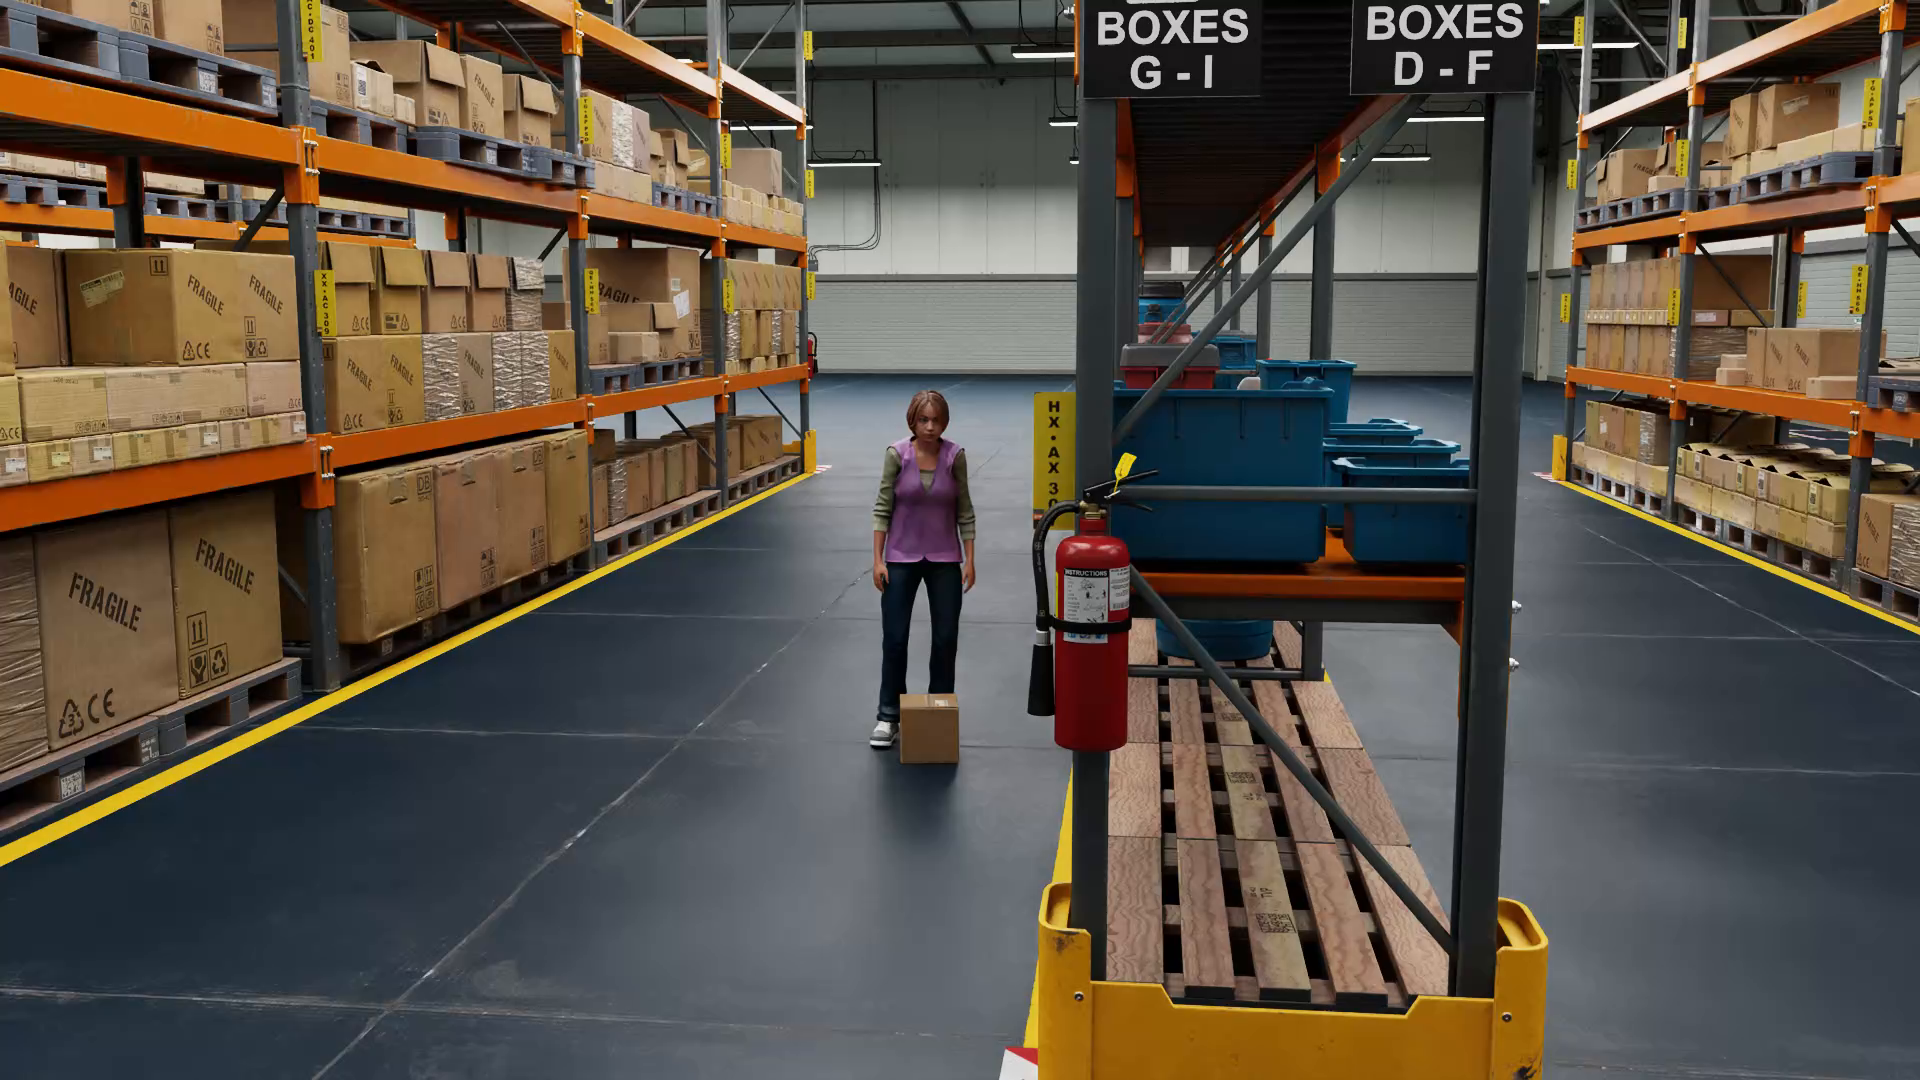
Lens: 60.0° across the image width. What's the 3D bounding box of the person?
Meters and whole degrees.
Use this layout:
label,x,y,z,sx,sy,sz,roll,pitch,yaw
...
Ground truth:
label,x,y,z,sx,sy,sz,roll,pitch,yaw
person,-0.168,0.122,7.453,0.486,1.593,0.341,-1,8,-4
